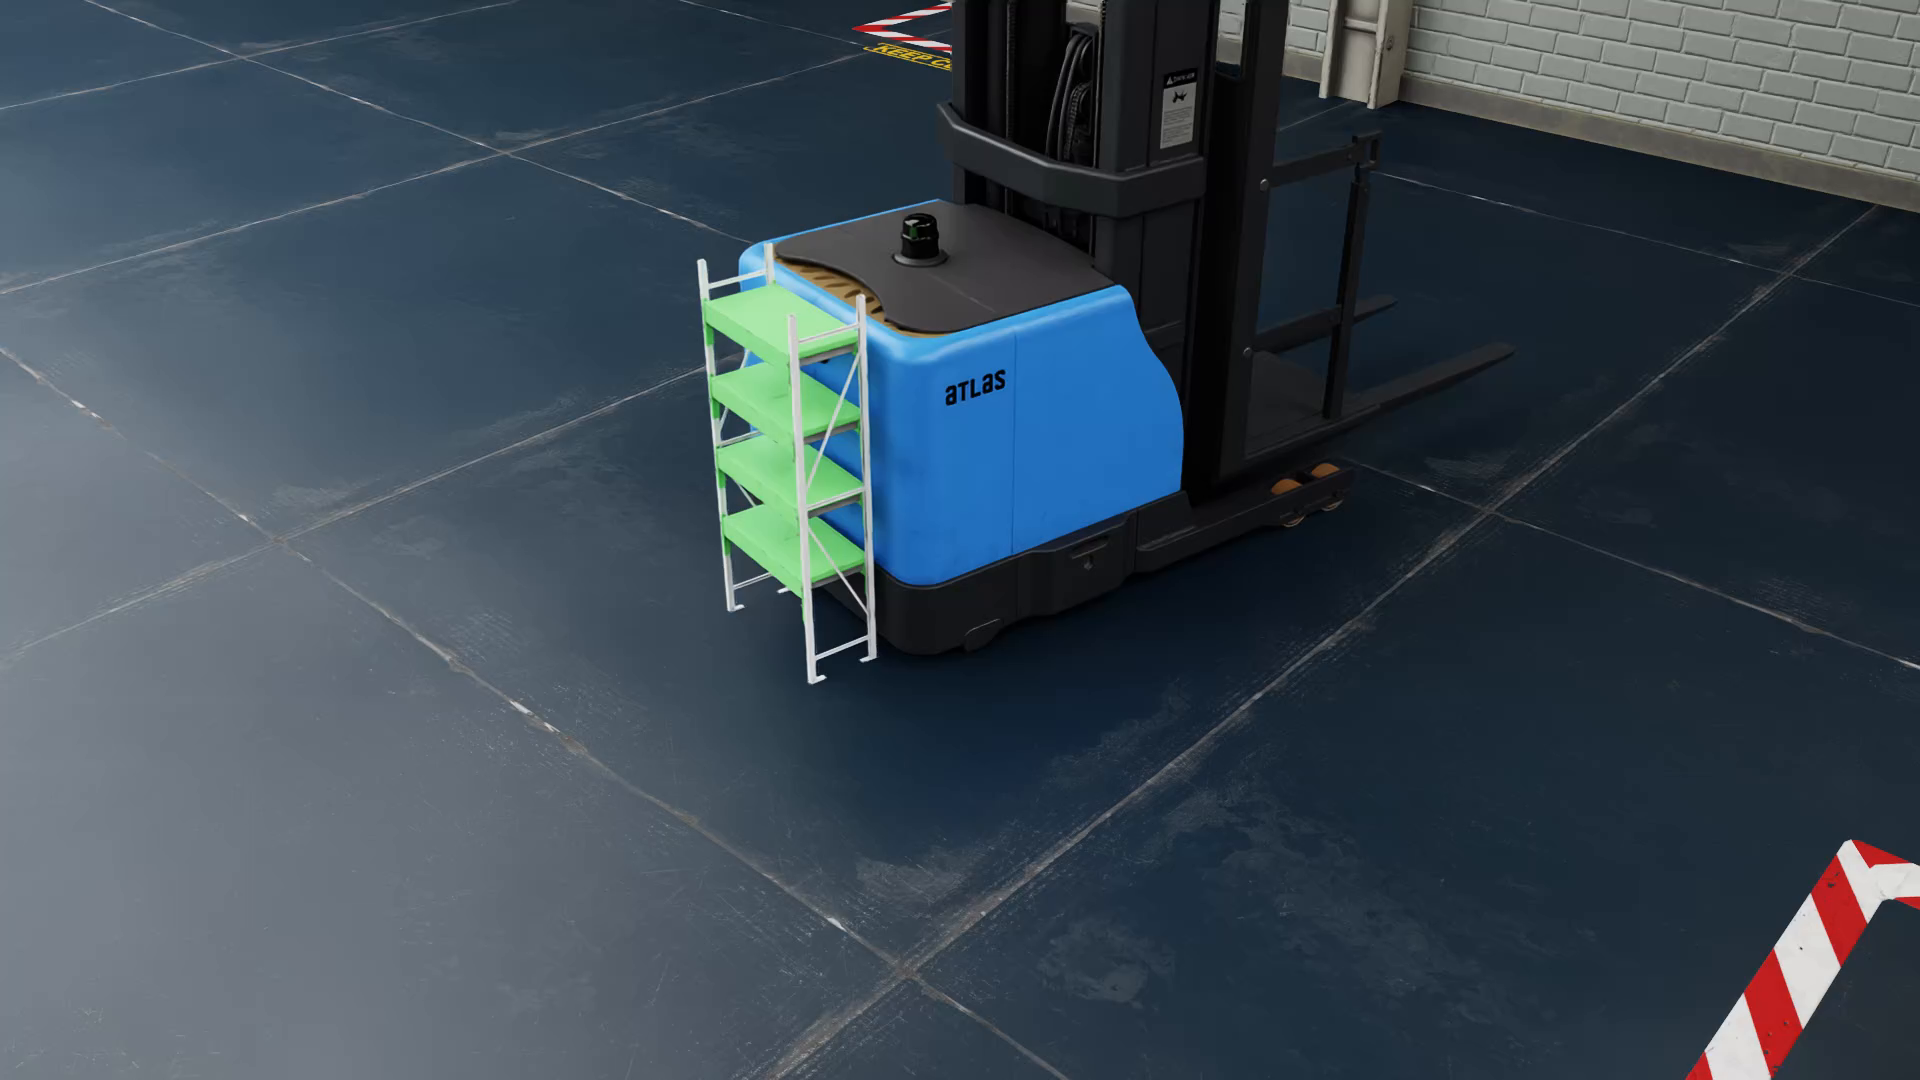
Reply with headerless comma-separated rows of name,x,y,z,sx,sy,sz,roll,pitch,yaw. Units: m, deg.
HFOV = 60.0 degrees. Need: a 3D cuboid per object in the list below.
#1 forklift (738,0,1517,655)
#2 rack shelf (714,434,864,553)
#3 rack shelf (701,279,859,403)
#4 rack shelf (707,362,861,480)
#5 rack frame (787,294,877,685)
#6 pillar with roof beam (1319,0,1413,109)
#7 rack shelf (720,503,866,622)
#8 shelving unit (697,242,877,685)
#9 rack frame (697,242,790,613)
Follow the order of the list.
forklift,0.783,-1.501,5.402,3.031,2.935,1.130,-21,37,-30
rack shelf,-0.504,-0.163,4.981,0.258,0.148,0.480,-21,37,-31
rack shelf,-0.504,-0.574,4.733,0.258,0.148,0.480,-21,37,-31
rack shelf,-0.504,-0.368,4.857,0.258,0.148,0.480,-21,37,-31
rack frame,-0.359,-0.116,4.780,0.240,1.200,0.015,-21,37,-31
pillar with roof beam,-0.416,-4.950,5.247,0.400,9.000,9.100,25,39,35
rack shelf,-0.504,0.043,5.105,0.258,0.148,0.480,-21,37,-31
shelving unit,-0.504,-0.217,4.948,0.258,1.200,0.503,-21,37,-31
rack frame,-0.649,-0.318,5.116,0.240,1.200,0.015,-21,37,-31
